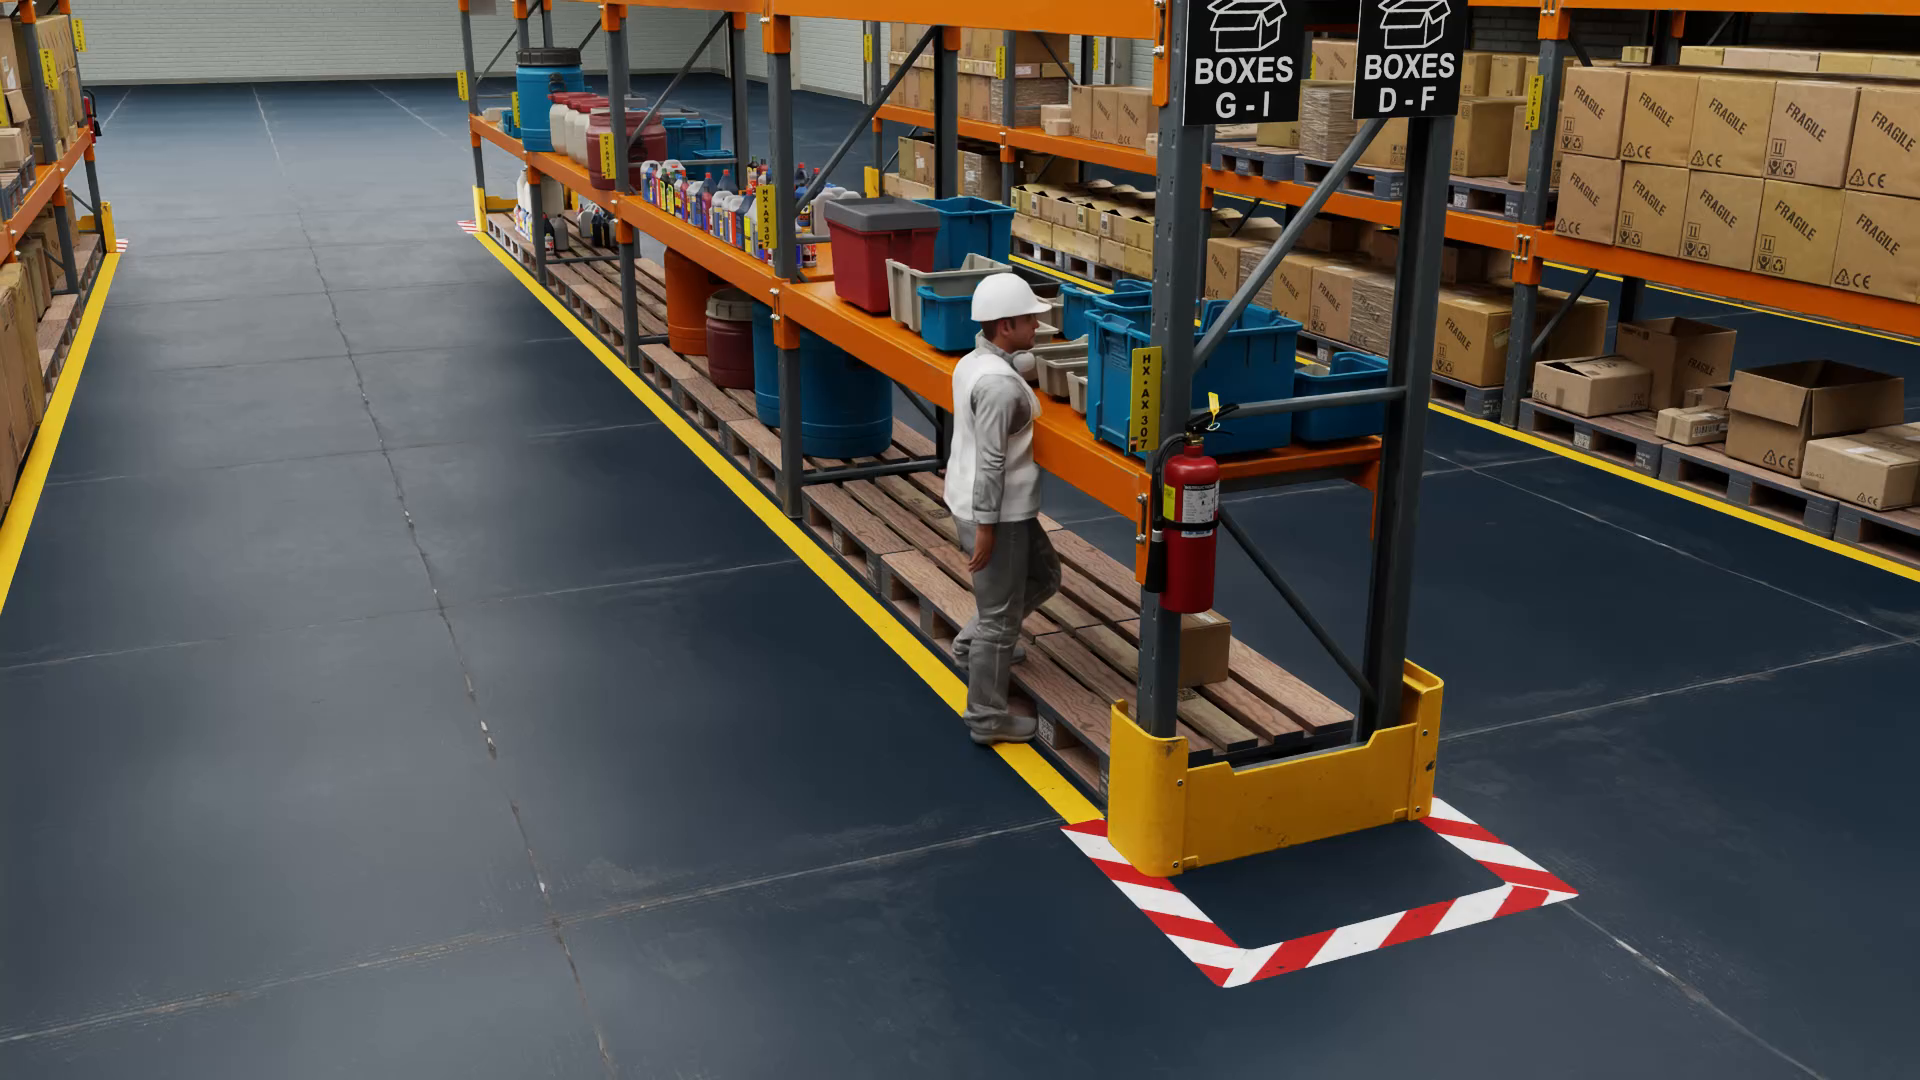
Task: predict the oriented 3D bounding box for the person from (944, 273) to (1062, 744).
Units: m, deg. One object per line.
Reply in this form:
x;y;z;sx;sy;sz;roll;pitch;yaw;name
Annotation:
0.193;-0.114;6.294;0.486;1.790;0.572;-3;19;-10;person
